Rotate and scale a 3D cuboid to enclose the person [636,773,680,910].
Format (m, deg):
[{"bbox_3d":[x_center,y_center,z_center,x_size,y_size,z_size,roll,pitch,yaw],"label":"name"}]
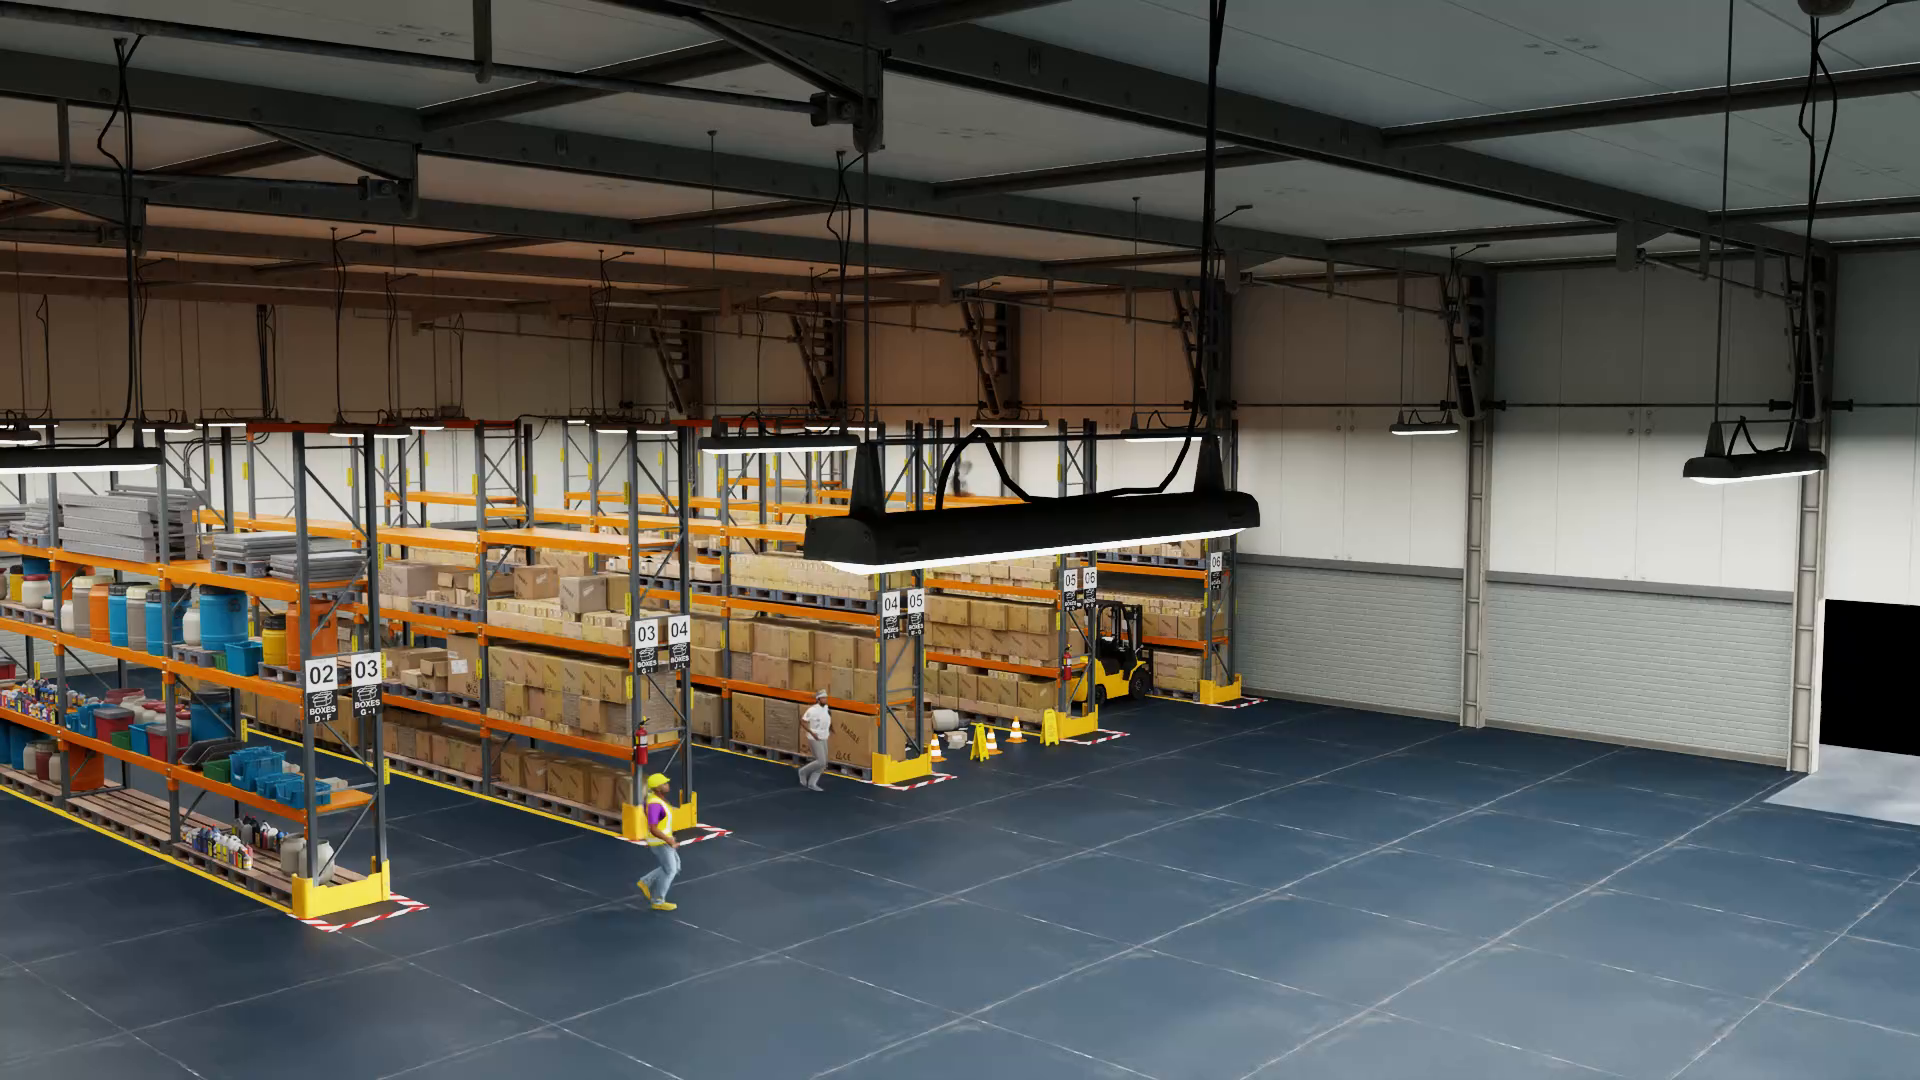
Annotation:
[{"bbox_3d":[-3.785,3.772,20.830,0.546,1.729,0.698,-1,5,-12],"label":"person"}]

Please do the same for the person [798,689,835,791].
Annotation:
[{"bbox_3d":[-2.319,3.285,27.362,0.574,1.677,0.597,3,5,30],"label":"person"}]

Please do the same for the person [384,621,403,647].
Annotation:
[{"bbox_3d":[-13.640,2.230,40.003,0.881,1.665,0.644,-1,5,-16],"label":"person"}]
